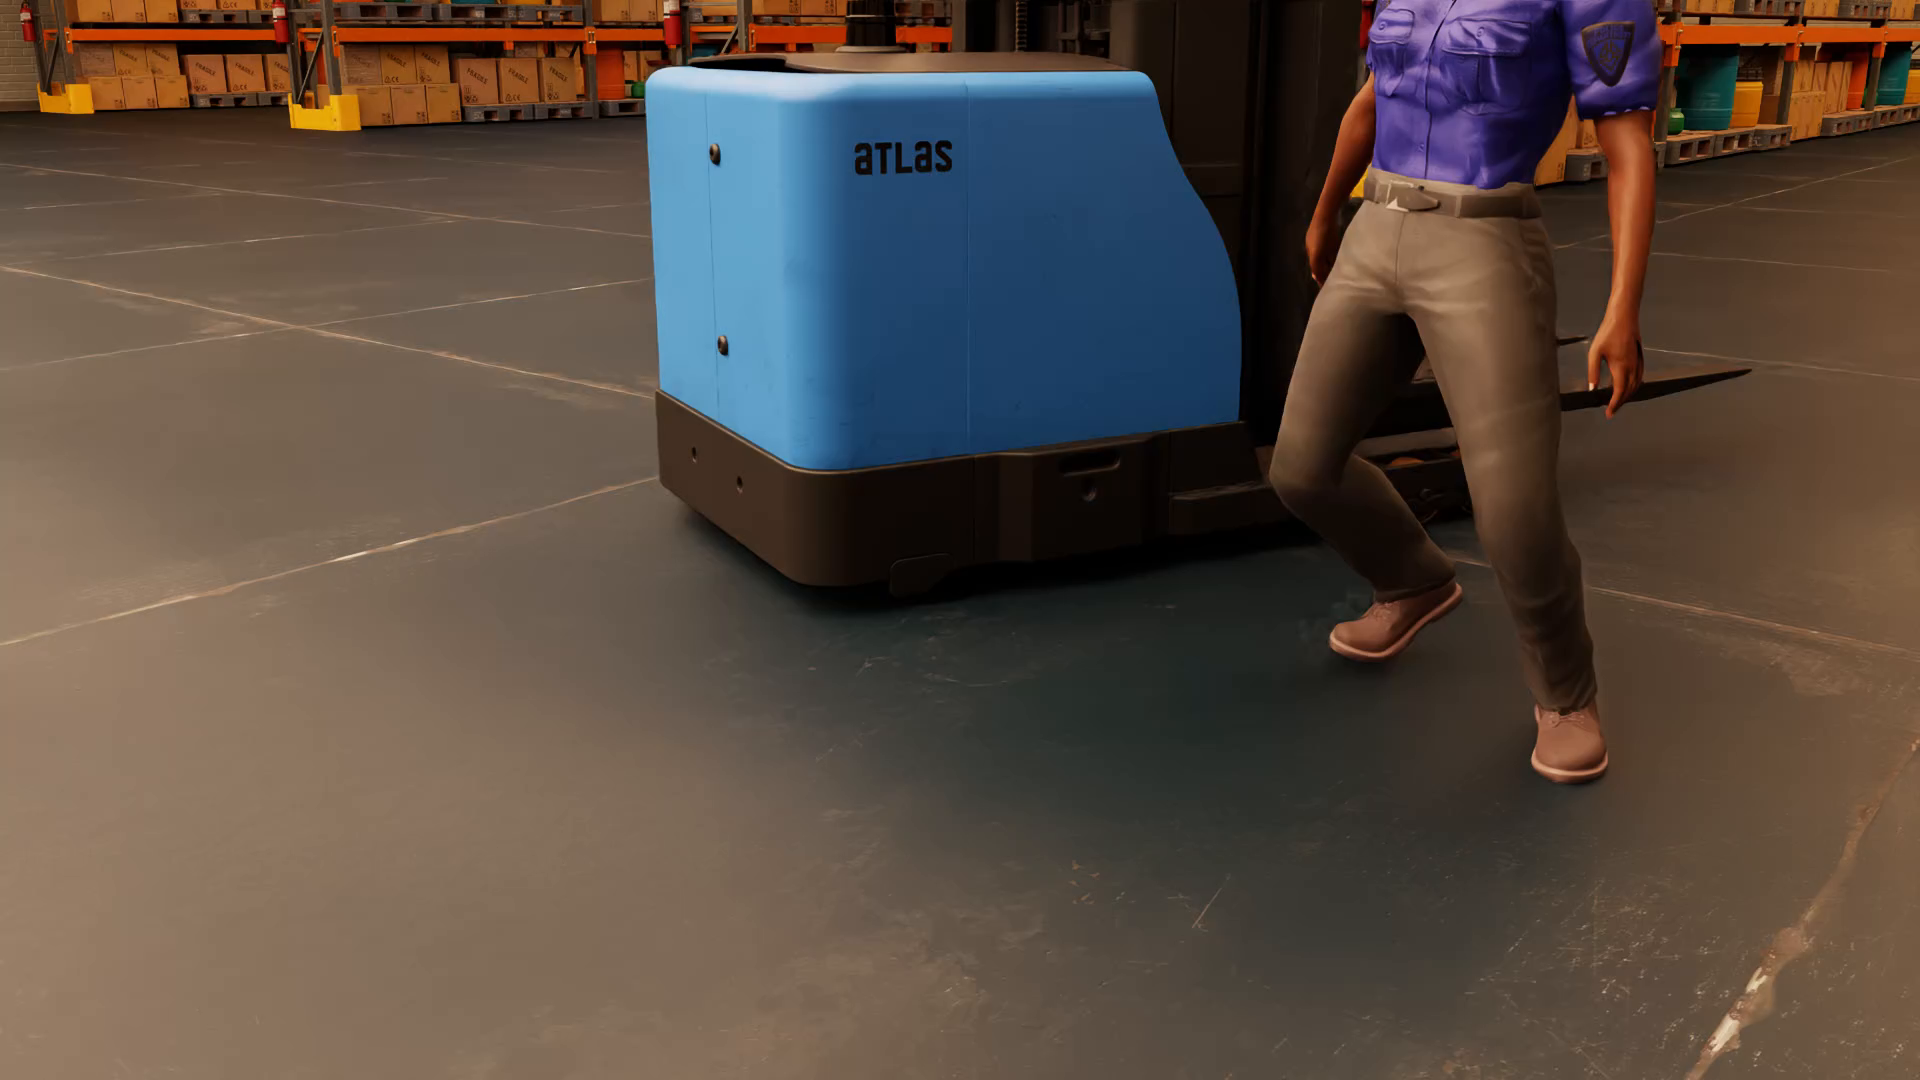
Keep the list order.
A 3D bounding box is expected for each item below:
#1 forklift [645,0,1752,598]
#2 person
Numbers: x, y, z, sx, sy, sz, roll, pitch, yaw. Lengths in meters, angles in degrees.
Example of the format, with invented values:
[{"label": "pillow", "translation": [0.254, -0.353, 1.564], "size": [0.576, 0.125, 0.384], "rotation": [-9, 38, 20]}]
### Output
[{"label": "forklift", "translation": [0.794, -1.566, 4.053], "size": [3.031, 2.935, 1.130], "rotation": [-9, 19, -26]}, {"label": "person", "translation": [0.838, -0.453, 2.786], "size": [0.468, 1.557, 0.798], "rotation": [-10, 20, -30]}]
